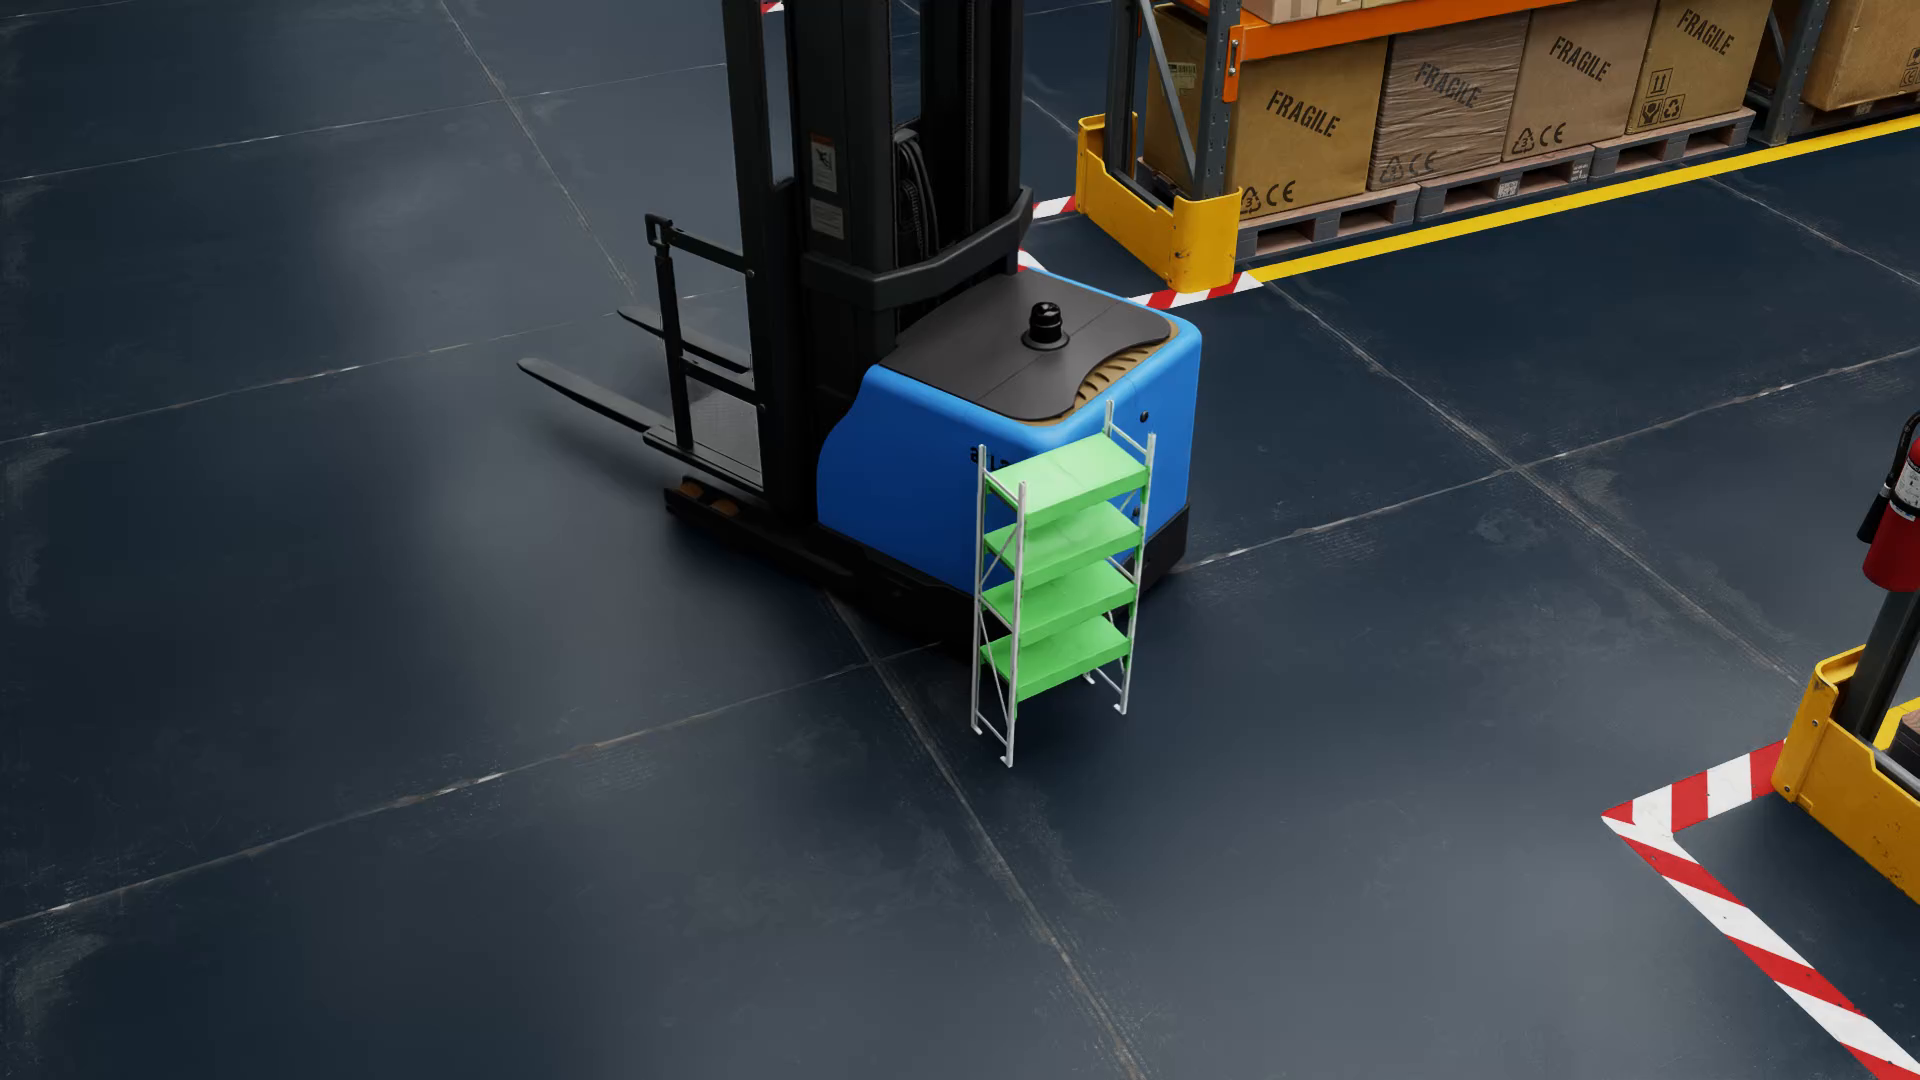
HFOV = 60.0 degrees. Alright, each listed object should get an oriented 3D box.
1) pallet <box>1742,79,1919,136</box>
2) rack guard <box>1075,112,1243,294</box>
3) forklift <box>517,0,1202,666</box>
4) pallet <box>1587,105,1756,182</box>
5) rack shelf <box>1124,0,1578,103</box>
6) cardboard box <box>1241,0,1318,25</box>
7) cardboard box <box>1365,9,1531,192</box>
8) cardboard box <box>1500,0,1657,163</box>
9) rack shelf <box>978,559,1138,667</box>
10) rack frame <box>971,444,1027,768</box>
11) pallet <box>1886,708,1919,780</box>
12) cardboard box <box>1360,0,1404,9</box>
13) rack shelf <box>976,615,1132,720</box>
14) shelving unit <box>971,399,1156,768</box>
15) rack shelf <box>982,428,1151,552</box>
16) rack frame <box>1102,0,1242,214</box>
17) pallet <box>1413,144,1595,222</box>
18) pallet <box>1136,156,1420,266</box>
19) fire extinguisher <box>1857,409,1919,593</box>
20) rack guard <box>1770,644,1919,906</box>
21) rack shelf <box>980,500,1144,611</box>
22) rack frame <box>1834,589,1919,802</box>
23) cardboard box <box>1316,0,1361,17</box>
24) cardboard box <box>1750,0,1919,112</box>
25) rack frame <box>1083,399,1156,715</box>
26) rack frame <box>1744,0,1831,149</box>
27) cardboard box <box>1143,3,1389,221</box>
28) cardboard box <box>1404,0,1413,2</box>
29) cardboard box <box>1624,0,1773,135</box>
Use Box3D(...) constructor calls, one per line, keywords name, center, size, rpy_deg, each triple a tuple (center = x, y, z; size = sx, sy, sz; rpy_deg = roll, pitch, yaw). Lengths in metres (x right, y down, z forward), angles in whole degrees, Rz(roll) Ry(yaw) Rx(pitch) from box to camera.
Box3D(name="pallet", center=(5.330, -2.934, 10.528), size=(1.213, 0.211, 1.003), rpy_deg=(-16, 39, -20))
Box3D(name="rack guard", center=(1.021, -1.795, 8.751), size=(0.348, 0.500, 1.175), rpy_deg=(-16, 39, -20))
Box3D(name="forklift", center=(-0.586, -1.401, 6.179), size=(3.031, 2.935, 1.130), rpy_deg=(25, 43, 29))
Box3D(name="pallet", center=(3.942, -2.547, 10.007), size=(1.213, 0.211, 1.003), rpy_deg=(-16, 39, -20))
Box3D(name="rack shelf", center=(2.853, -3.022, 8.911), size=(4.000, 0.370, 1.077), rpy_deg=(-16, 39, -20))
Box3D(name="cardboard box", center=(1.504, -2.616, 7.970), size=(0.250, 0.149, 0.380), rpy_deg=(-15, 39, -19))
Box3D(name="cardboard box", center=(2.412, -2.556, 9.109), size=(0.875, 0.875, 0.875), rpy_deg=(-16, 39, -20))
Box3D(name="cardboard box", center=(3.217, -2.781, 9.413), size=(0.875, 0.875, 0.875), rpy_deg=(-16, 39, -20))
Box3D(name="rack shelf", center=(0.323, 0.215, 5.554), size=(0.480, 0.148, 0.258), rpy_deg=(-21, 43, -26))
Box3D(name="rack frame", center=(0.119, 0.243, 5.408), size=(0.015, 1.200, 0.240), rpy_deg=(-21, 43, -26))
Box3D(name="pallet", center=(3.910, 0.798, 5.497), size=(1.213, 0.211, 1.003), rpy_deg=(-16, 39, -20))
Box3D(name="cardboard box", center=(1.968, -2.747, 8.146), size=(0.250, 0.149, 0.380), rpy_deg=(-17, 40, -21))
Box3D(name="rack shelf", center=(0.319, 0.404, 5.701), size=(0.480, 0.148, 0.258), rpy_deg=(-21, 43, -26))
Box3D(name="shelving unit", center=(0.324, 0.165, 5.514), size=(0.503, 1.200, 0.258), rpy_deg=(-21, 43, -26))
Box3D(name="rack shelf", center=(0.331, -0.163, 5.258), size=(0.480, 0.148, 0.258), rpy_deg=(-21, 43, -26))
Box3D(name="rack frame", center=(1.043, -2.805, 8.014), size=(0.127, 3.000, 1.000), rpy_deg=(-16, 39, -20))
Box3D(name="pallet", center=(2.836, -2.236, 9.588), size=(1.213, 0.211, 1.003), rpy_deg=(-16, 39, -20))
Box3D(name="pallet", center=(1.733, -1.930, 9.175), size=(1.213, 0.211, 1.003), rpy_deg=(-16, 39, -20))
Box3D(name="fire extinguisher", center=(2.818, -0.160, 4.826), size=(0.183, 0.674, 0.296), rpy_deg=(-16, 39, -20))
Box3D(name="rack guard", center=(3.131, 0.883, 5.140), size=(0.348, 0.500, 1.175), rpy_deg=(-16, 39, -20))
Box3D(name="rack shelf", center=(0.327, 0.026, 5.406), size=(0.480, 0.148, 0.258), rpy_deg=(-21, 43, -26))
Box3D(name="rack frame", center=(3.147, -0.134, 4.413), size=(0.127, 3.000, 1.000), rpy_deg=(-16, 39, -20))
Box3D(name="cardboard box", center=(1.736, -2.682, 8.059), size=(0.250, 0.149, 0.380), rpy_deg=(-16, 40, -21))
Box3D(name="cardboard box", center=(5.235, -3.306, 10.120), size=(0.875, 0.875, 1.225), rpy_deg=(-15, 39, -20))
Box3D(name="rack frame", center=(0.530, 0.086, 5.620), size=(0.015, 1.200, 0.240), rpy_deg=(-21, 43, -26))
Box3D(name="rack frame", center=(4.664, -3.818, 9.379), size=(0.127, 3.000, 1.000), rpy_deg=(-16, 39, -20))
Box3D(name="cardboard box", center=(1.588, -2.326, 8.798), size=(0.875, 0.875, 0.875), rpy_deg=(-16, 39, -20))
Box3D(name="cardboard box", center=(2.203, -2.813, 8.236), size=(0.250, 0.149, 0.380), rpy_deg=(-16, 40, -21))
Box3D(name="cardboard box", center=(4.032, -3.009, 9.720), size=(0.875, 0.875, 0.875), rpy_deg=(-16, 39, -20))
